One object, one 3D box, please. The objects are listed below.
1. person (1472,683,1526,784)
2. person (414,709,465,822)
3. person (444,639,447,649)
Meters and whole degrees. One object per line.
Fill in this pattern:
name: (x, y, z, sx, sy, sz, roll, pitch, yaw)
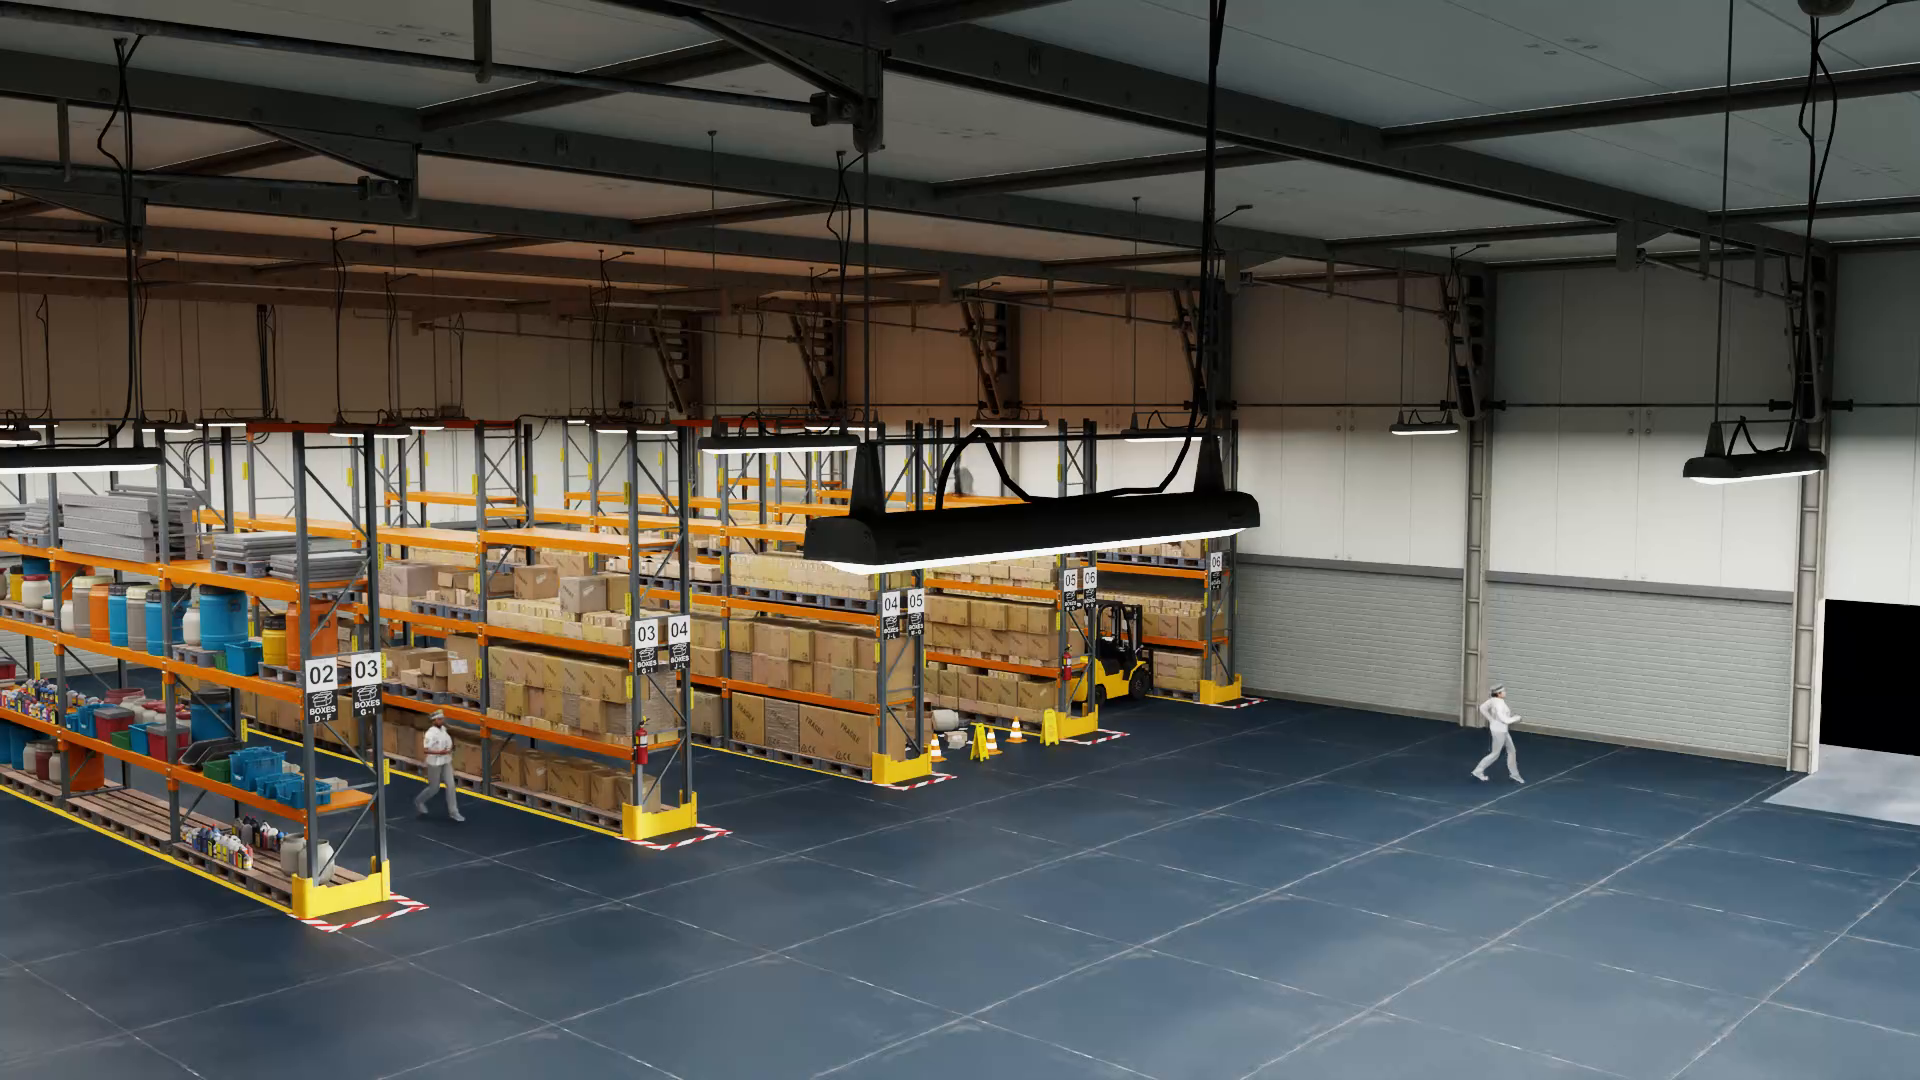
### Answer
person: (9.019, 3.225, 27.775, 0.896, 1.714, 0.622, 1, 5, 9)
person: (-7.921, 3.405, 25.260, 0.924, 1.698, 0.579, 2, 5, 27)
person: (-12.242, 2.189, 40.154, 0.961, 1.685, 0.711, 2, 5, 27)
